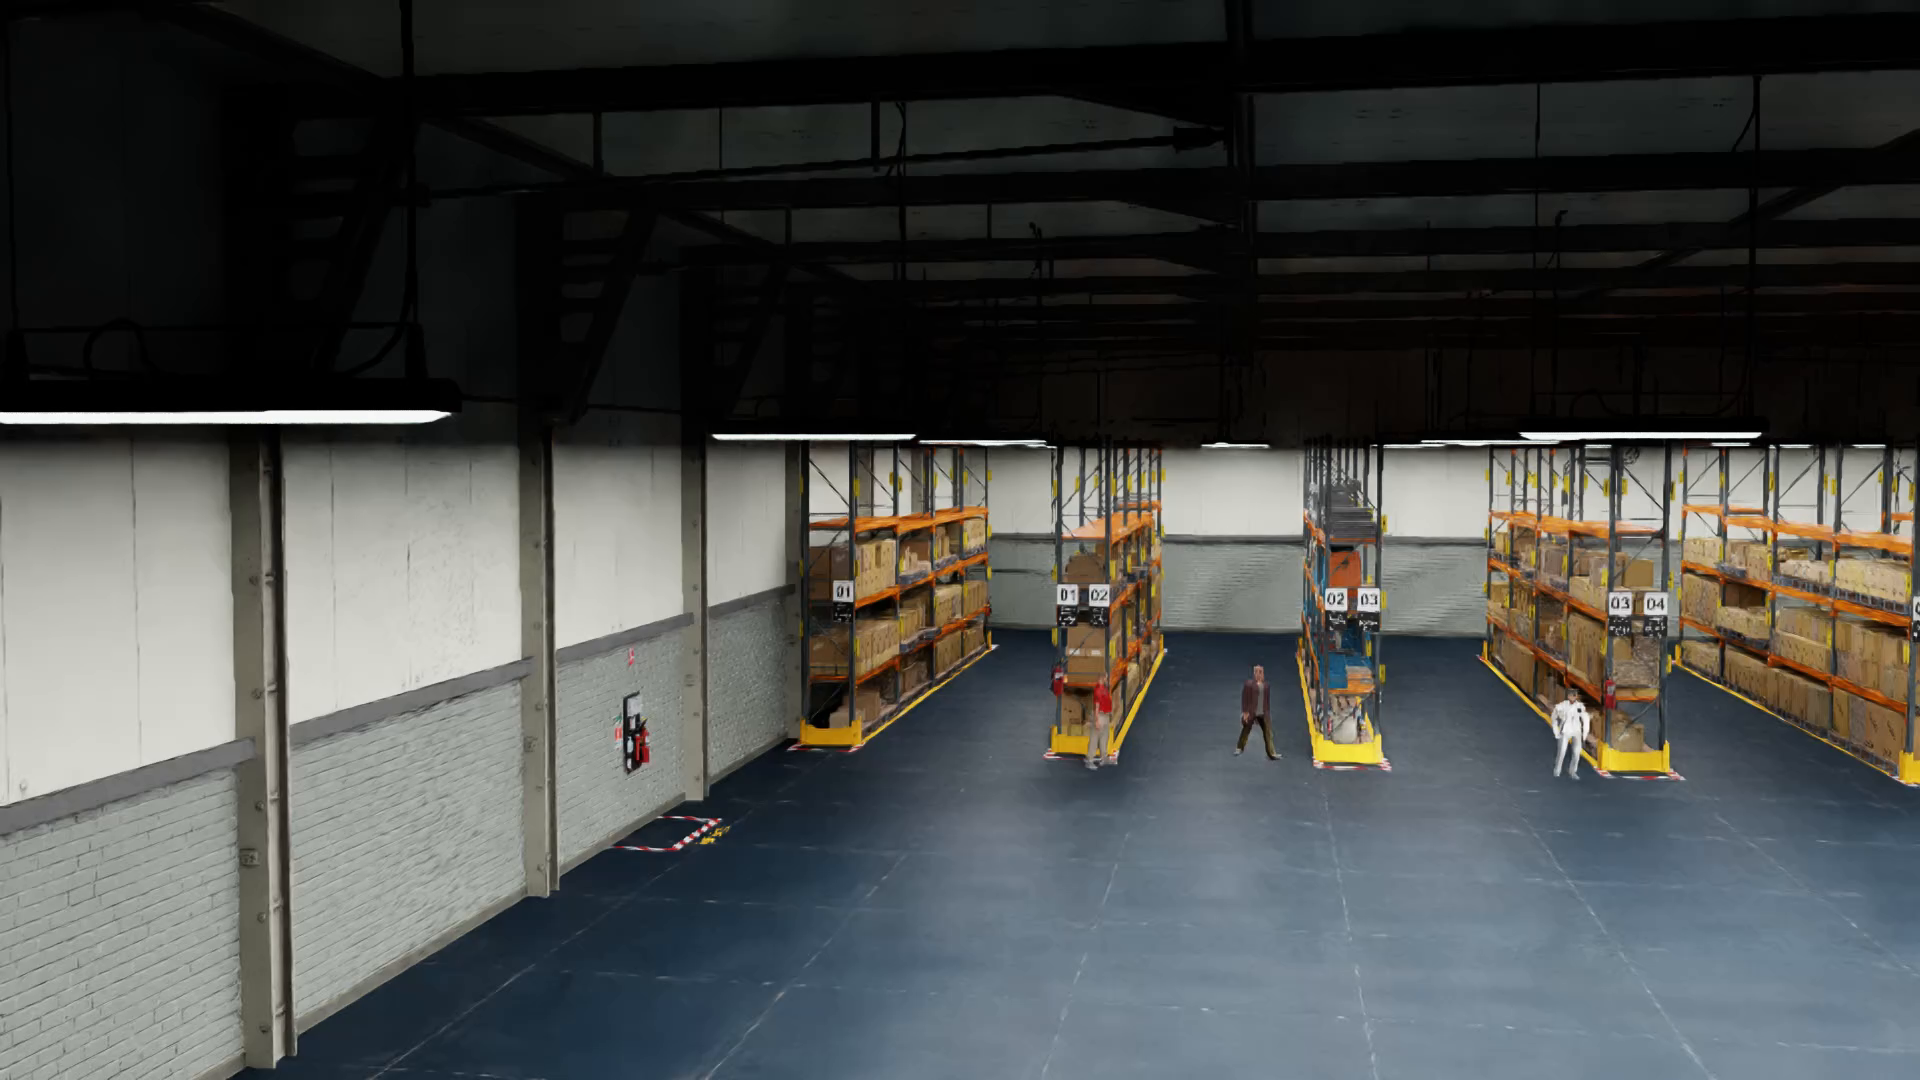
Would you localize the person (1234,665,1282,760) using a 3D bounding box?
[{"bbox_3d":[5.473,3.181,30.781,0.626,1.749,1.011,-1,3,-15],"label":"person"}]

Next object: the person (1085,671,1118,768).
[{"bbox_3d":[2.543,3.229,29.997,0.513,1.725,0.652,1,3,17],"label":"person"}]

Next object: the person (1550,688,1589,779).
[{"bbox_3d":[10.602,3.351,28.916,0.639,1.627,0.494,1,3,9],"label":"person"}]
